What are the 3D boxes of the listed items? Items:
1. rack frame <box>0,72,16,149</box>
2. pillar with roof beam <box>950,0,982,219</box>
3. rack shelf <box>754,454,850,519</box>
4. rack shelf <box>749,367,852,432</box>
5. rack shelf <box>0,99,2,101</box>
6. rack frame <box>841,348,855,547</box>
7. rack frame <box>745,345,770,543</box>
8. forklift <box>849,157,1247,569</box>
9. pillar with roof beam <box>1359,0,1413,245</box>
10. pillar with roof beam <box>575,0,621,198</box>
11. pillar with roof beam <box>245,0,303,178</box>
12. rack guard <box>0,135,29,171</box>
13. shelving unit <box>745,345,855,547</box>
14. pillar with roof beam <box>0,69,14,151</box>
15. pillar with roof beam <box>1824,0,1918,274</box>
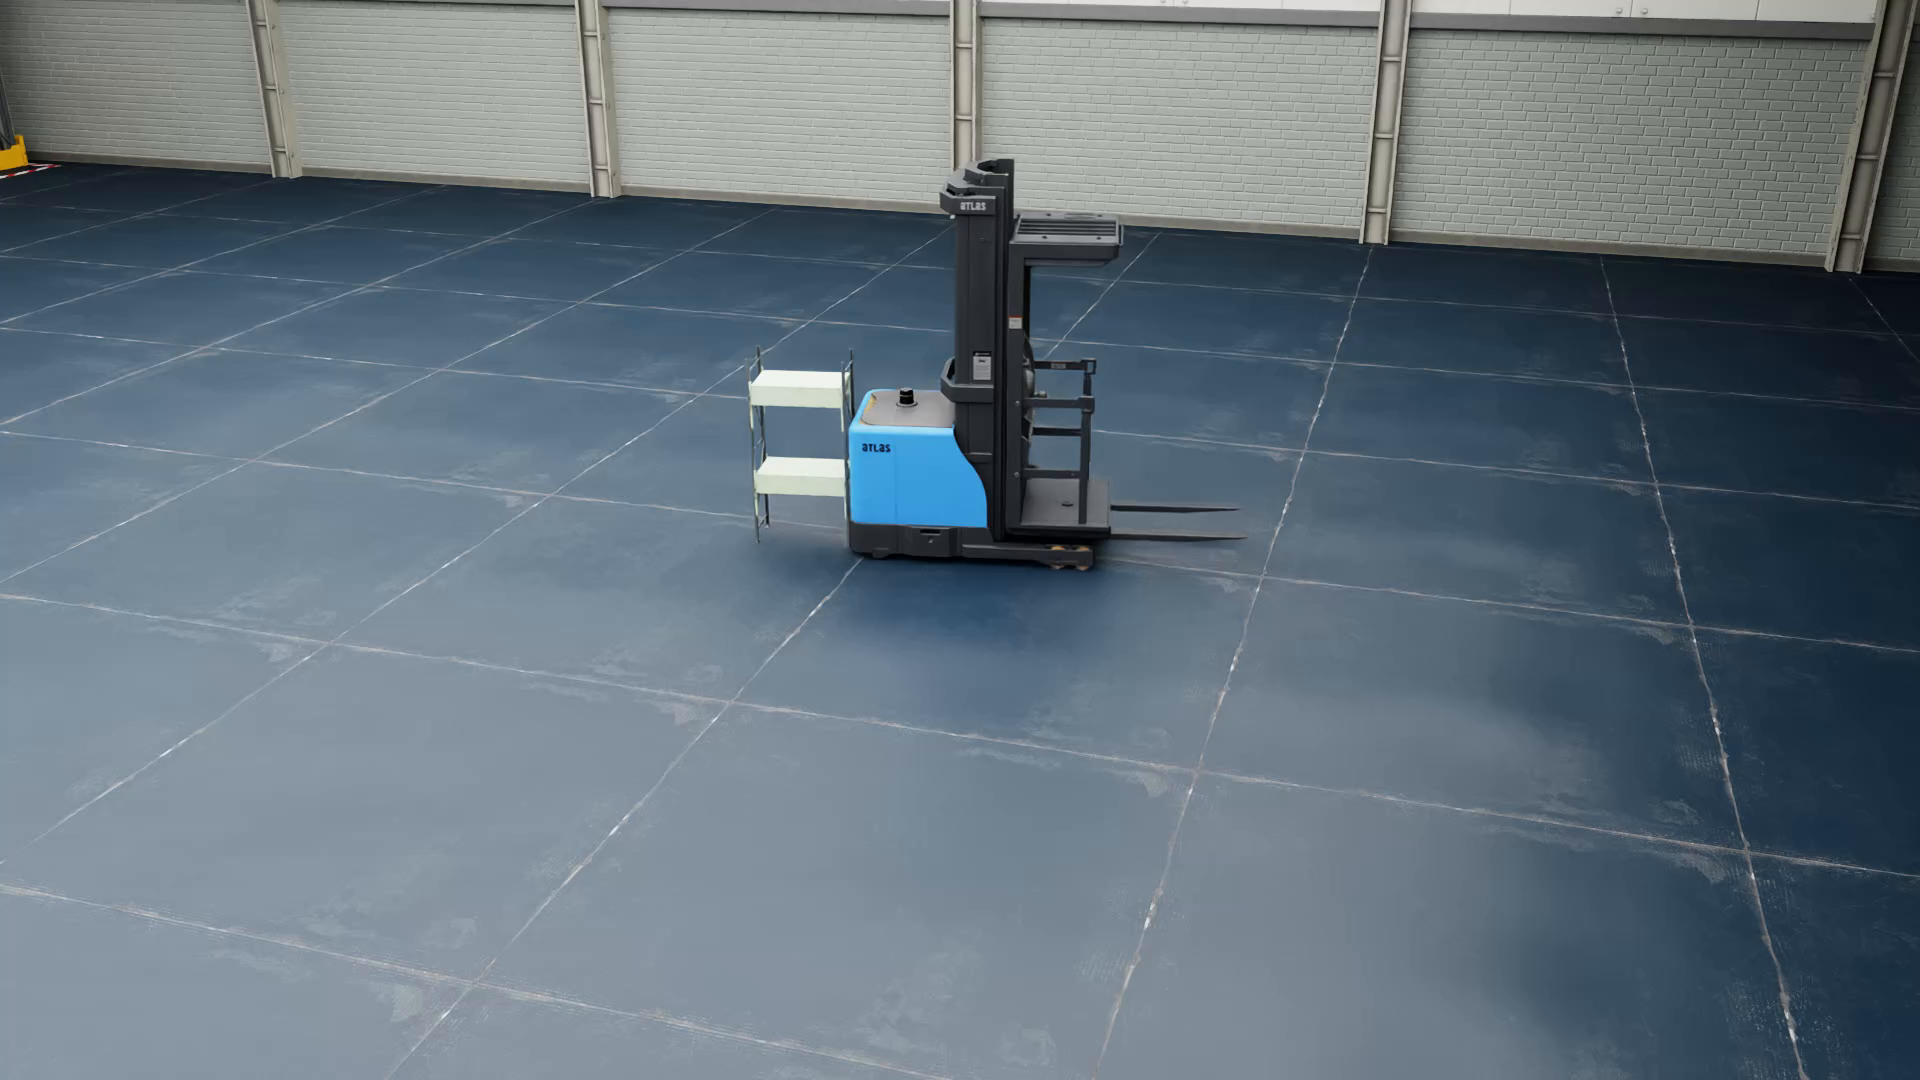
[{"bbox_3d":[-16.740,-7.814,28.273,0.127,3.000,1.000,7,23,16],"label":"rack frame"},{"bbox_3d":[-1.157,-7.456,19.495,0.400,9.000,9.100,7,23,16],"label":"pillar with roof beam"},{"bbox_3d":[-1.215,-0.425,13.089,0.720,0.370,0.431,2,22,7],"label":"rack shelf"},{"bbox_3d":[-1.219,-1.088,12.817,0.720,0.370,0.431,2,22,7],"label":"rack shelf"},{"bbox_3d":[-18.655,-7.701,28.944,4.000,0.370,1.077,7,23,16],"label":"rack shelf"},{"bbox_3d":[-0.854,-0.712,12.923,0.023,1.500,0.400,2,22,7],"label":"rack frame"},{"bbox_3d":[-1.580,-0.742,13.007,0.023,1.500,0.400,2,22,7],"label":"rack frame"},{"bbox_3d":[0.700,-1.344,12.589,3.031,2.935,1.130,2,22,5],"label":"forklift"},{"bbox_3d":[4.587,-6.799,17.892,0.400,9.000,9.100,7,23,16],"label":"pillar with roof beam"},{"bbox_3d":[-6.902,-8.114,21.098,0.400,9.000,9.100,7,23,16],"label":"pillar with roof beam"},{"bbox_3d":[-12.646,-8.772,22.702,0.400,9.000,9.100,7,23,16],"label":"pillar with roof beam"},{"bbox_3d":[-16.717,-6.655,28.741,0.348,0.500,1.175,7,23,16],"label":"rack guard"},{"bbox_3d":[-1.217,-0.727,12.965,0.755,1.500,0.431,2,22,7],"label":"shelving unit"},{"bbox_3d":[-18.390,-9.429,24.305,0.400,9.000,9.100,7,23,16],"label":"pillar with roof beam"},{"bbox_3d":[10.331,-6.141,16.288,0.400,9.000,9.100,7,23,16],"label":"pillar with roof beam"}]
